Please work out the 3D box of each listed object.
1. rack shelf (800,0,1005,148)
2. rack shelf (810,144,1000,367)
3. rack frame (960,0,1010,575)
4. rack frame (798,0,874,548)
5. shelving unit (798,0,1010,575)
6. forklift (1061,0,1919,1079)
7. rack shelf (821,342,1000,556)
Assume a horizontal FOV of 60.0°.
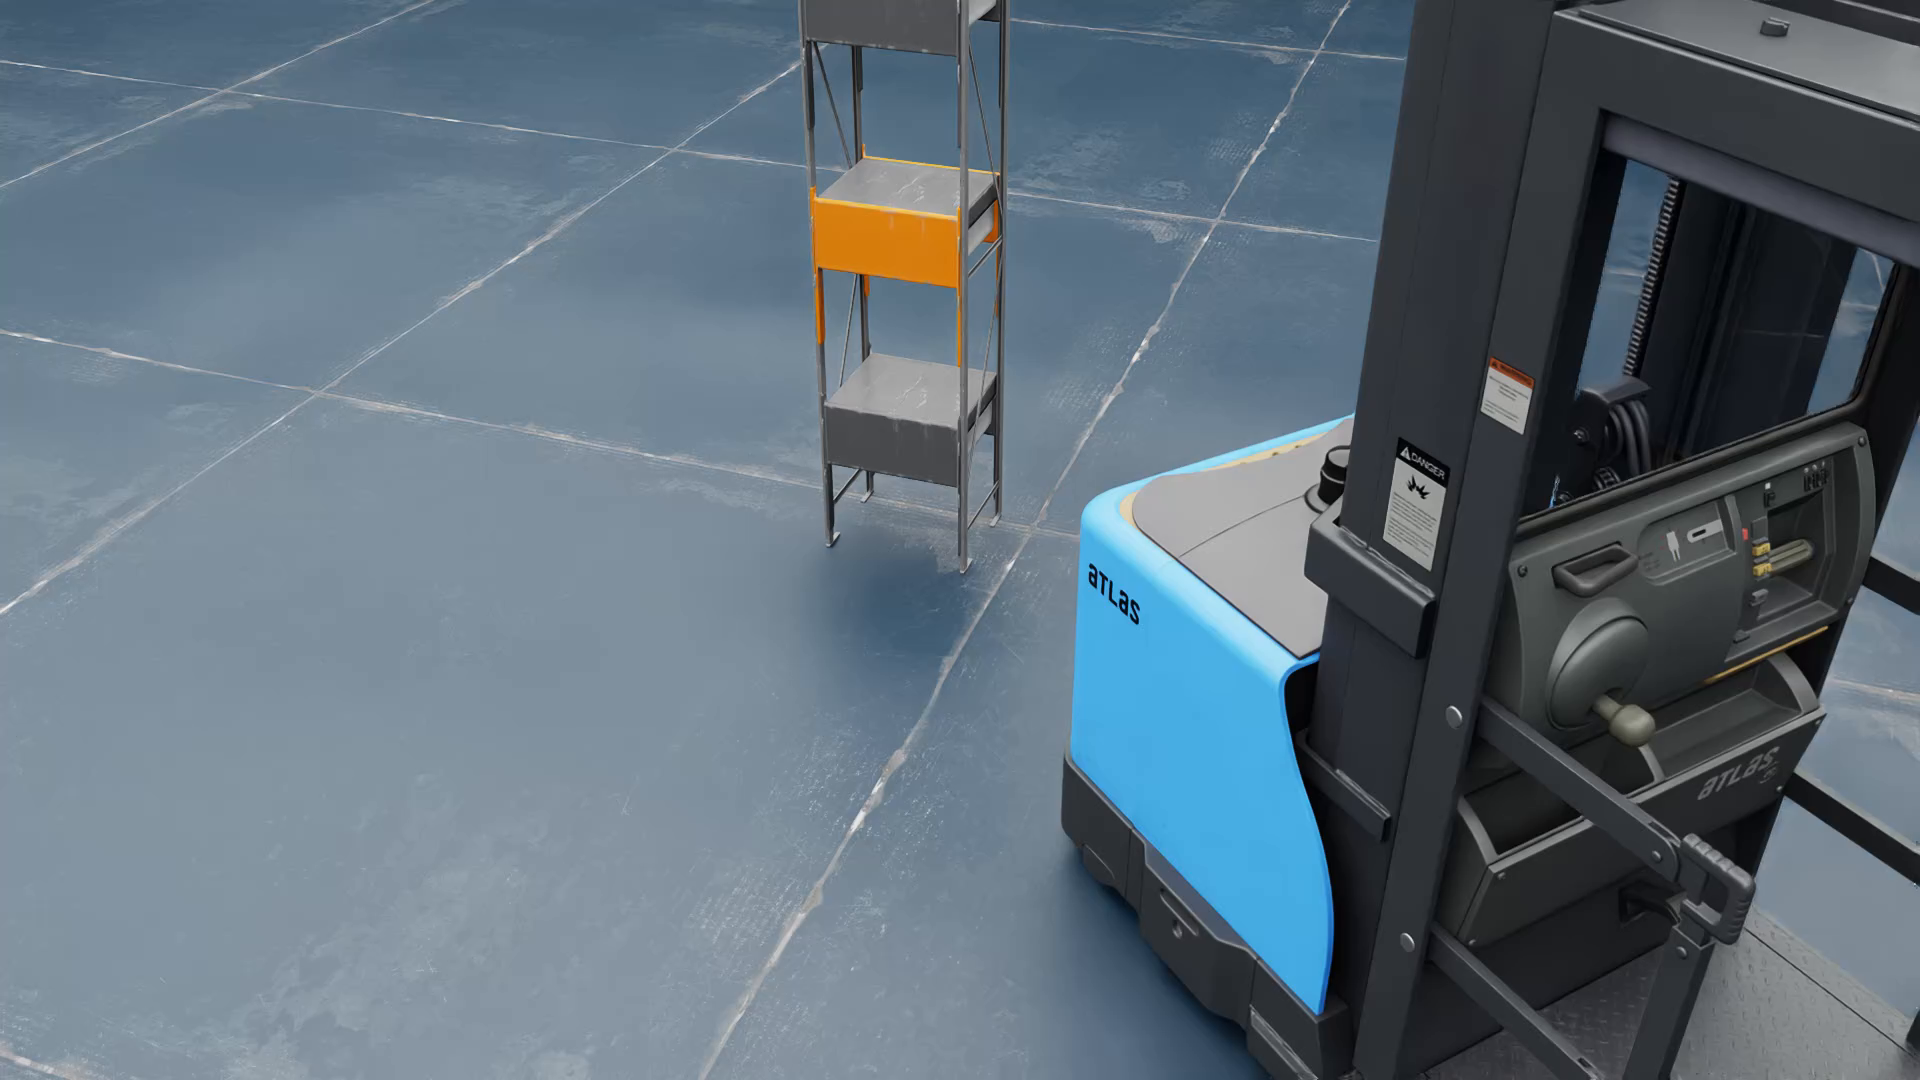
[{"bbox_3d":[-0.156,-1.489,4.855,0.480,0.518,0.431,11,34,16],"label":"rack shelf"},{"bbox_3d":[-0.156,-0.901,5.235,0.480,0.518,0.431,11,34,16],"label":"rack shelf"},{"bbox_3d":[0.074,-0.868,5.158,0.015,2.100,0.400,11,34,16],"label":"rack frame"},{"bbox_3d":[-0.386,-0.957,5.297,0.015,2.100,0.400,11,34,16],"label":"rack frame"},{"bbox_3d":[-0.156,-0.912,5.227,0.503,2.100,0.431,11,34,16],"label":"shelving unit"},{"bbox_3d":[1.439,0.133,2.842,1.130,2.935,3.031,-17,37,-25],"label":"forklift"},{"bbox_3d":[-0.156,-0.313,5.614,0.480,0.518,0.431,11,34,16],"label":"rack shelf"}]
